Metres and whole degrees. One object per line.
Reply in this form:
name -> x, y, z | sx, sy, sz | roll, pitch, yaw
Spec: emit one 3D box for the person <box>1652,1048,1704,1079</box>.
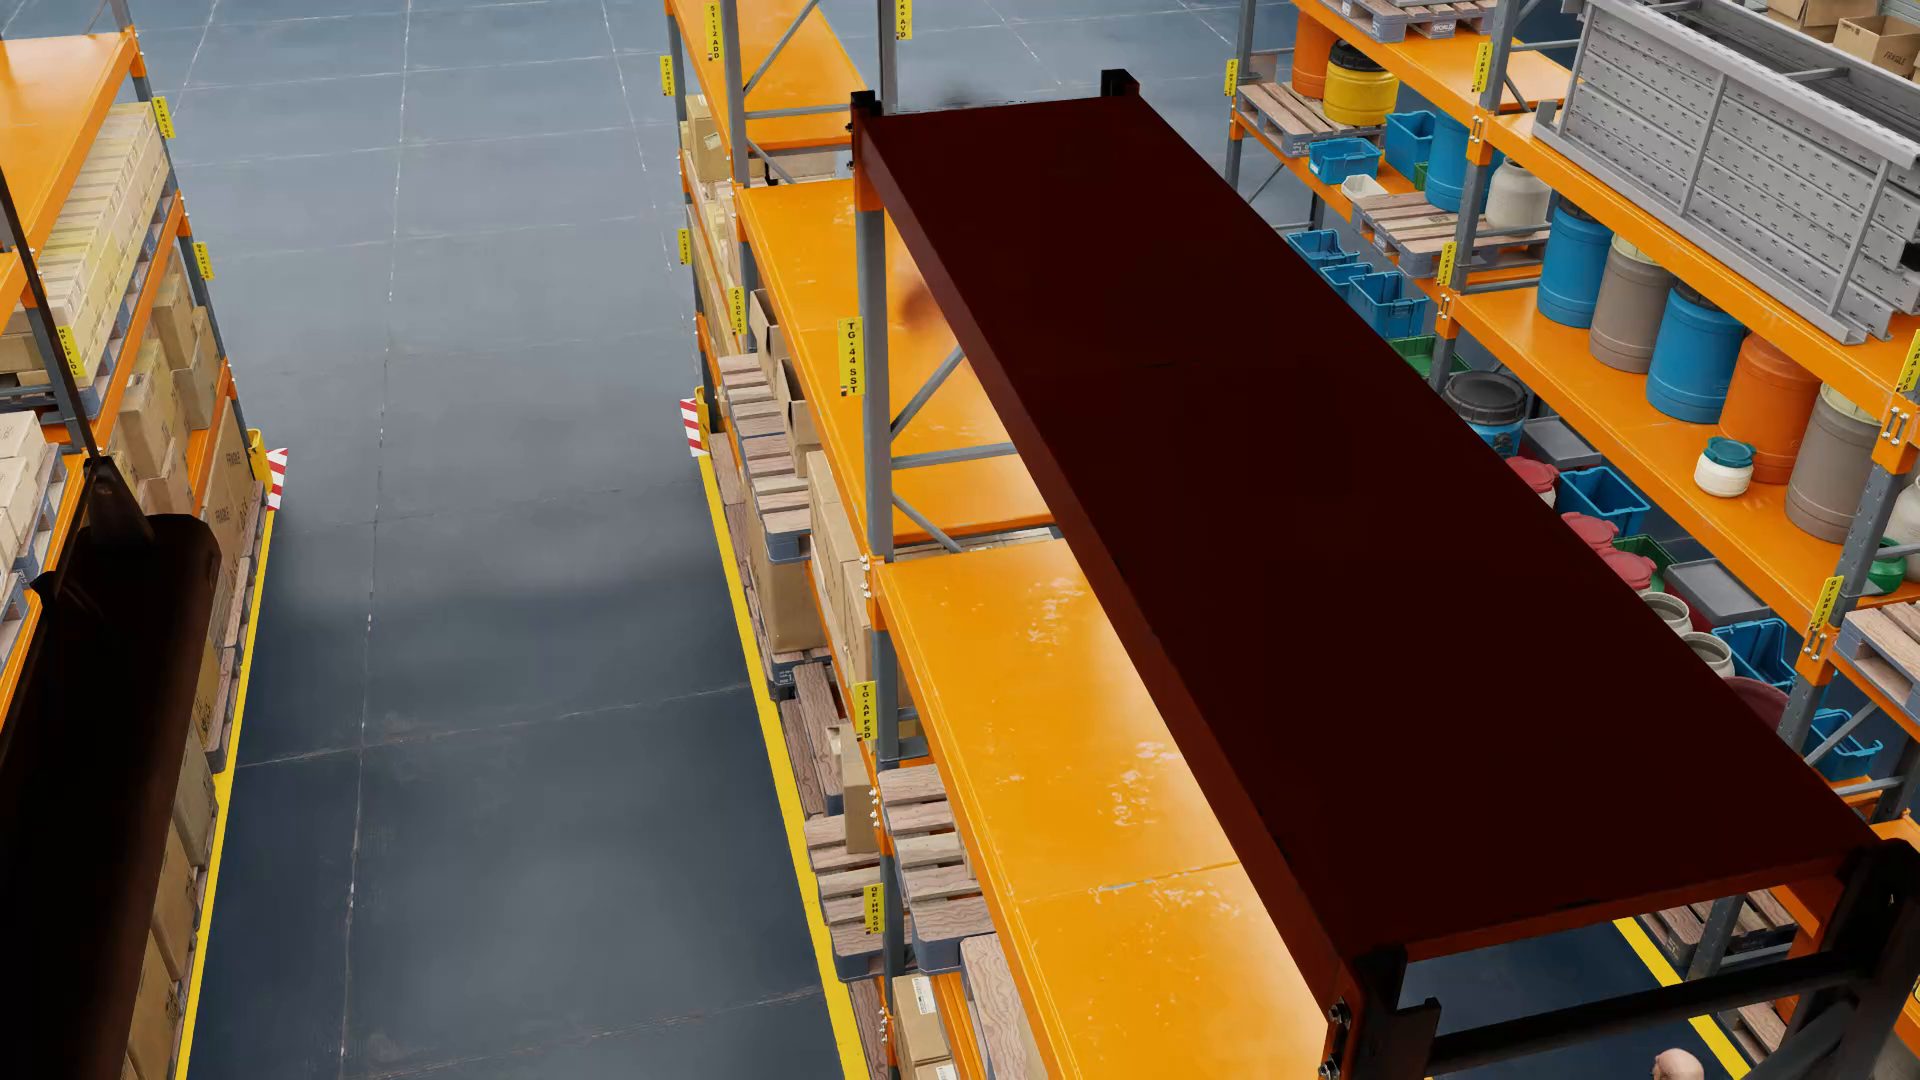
person -> 3.311, 3.104, 7.992 | 0.733, 1.791, 0.925 | -18, 38, -25
